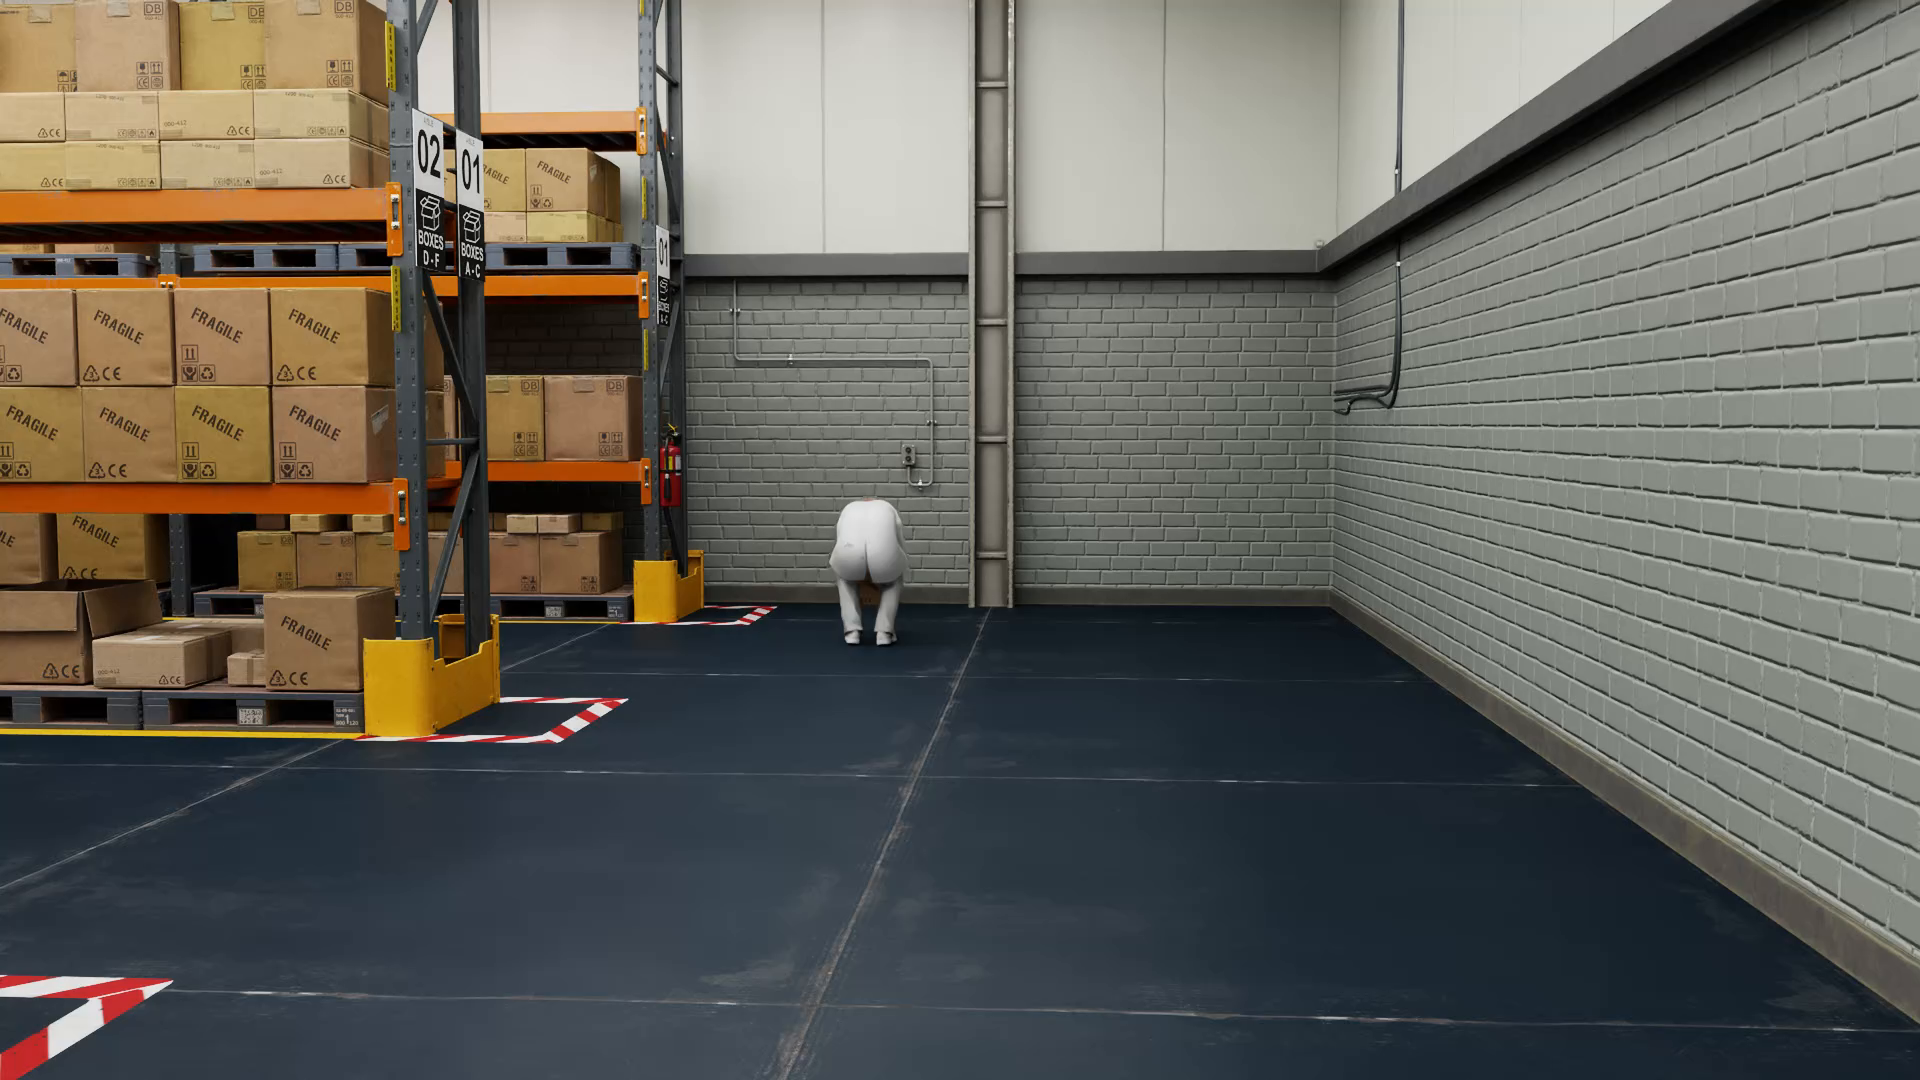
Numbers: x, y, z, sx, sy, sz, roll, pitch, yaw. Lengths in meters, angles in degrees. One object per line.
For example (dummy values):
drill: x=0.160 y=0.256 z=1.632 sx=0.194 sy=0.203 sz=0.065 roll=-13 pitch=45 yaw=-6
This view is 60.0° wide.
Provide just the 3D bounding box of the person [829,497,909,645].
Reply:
person: x=-0.665 y=0.225 z=12.326 sx=0.585 sy=1.048 sz=0.942 roll=0 pitch=4 yaw=1
